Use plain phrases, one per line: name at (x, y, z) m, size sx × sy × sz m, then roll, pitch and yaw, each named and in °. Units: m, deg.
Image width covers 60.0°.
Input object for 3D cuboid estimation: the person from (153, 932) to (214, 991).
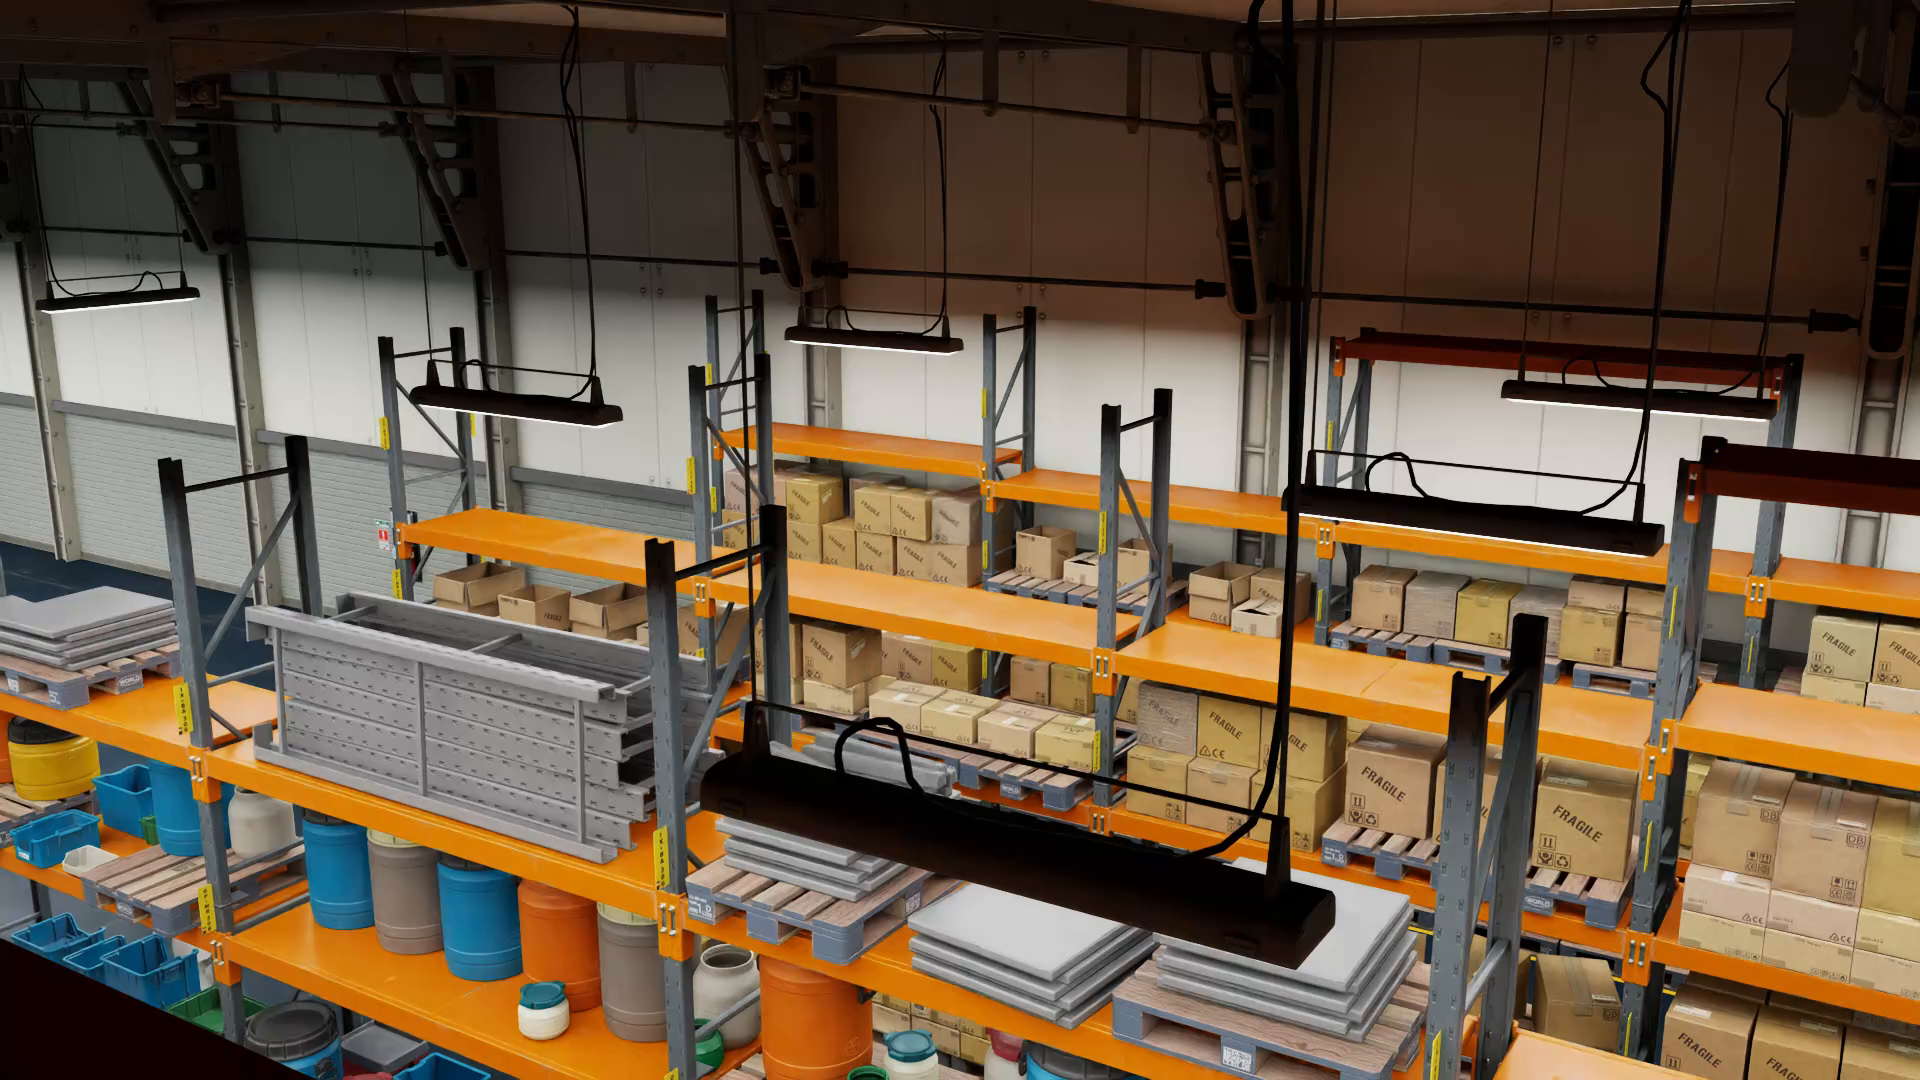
person at (-6.974, 3.577, 15.138) m, size 0.675 × 1.820 × 0.616 m, roll 9°, pitch 16°, yaw 31°
